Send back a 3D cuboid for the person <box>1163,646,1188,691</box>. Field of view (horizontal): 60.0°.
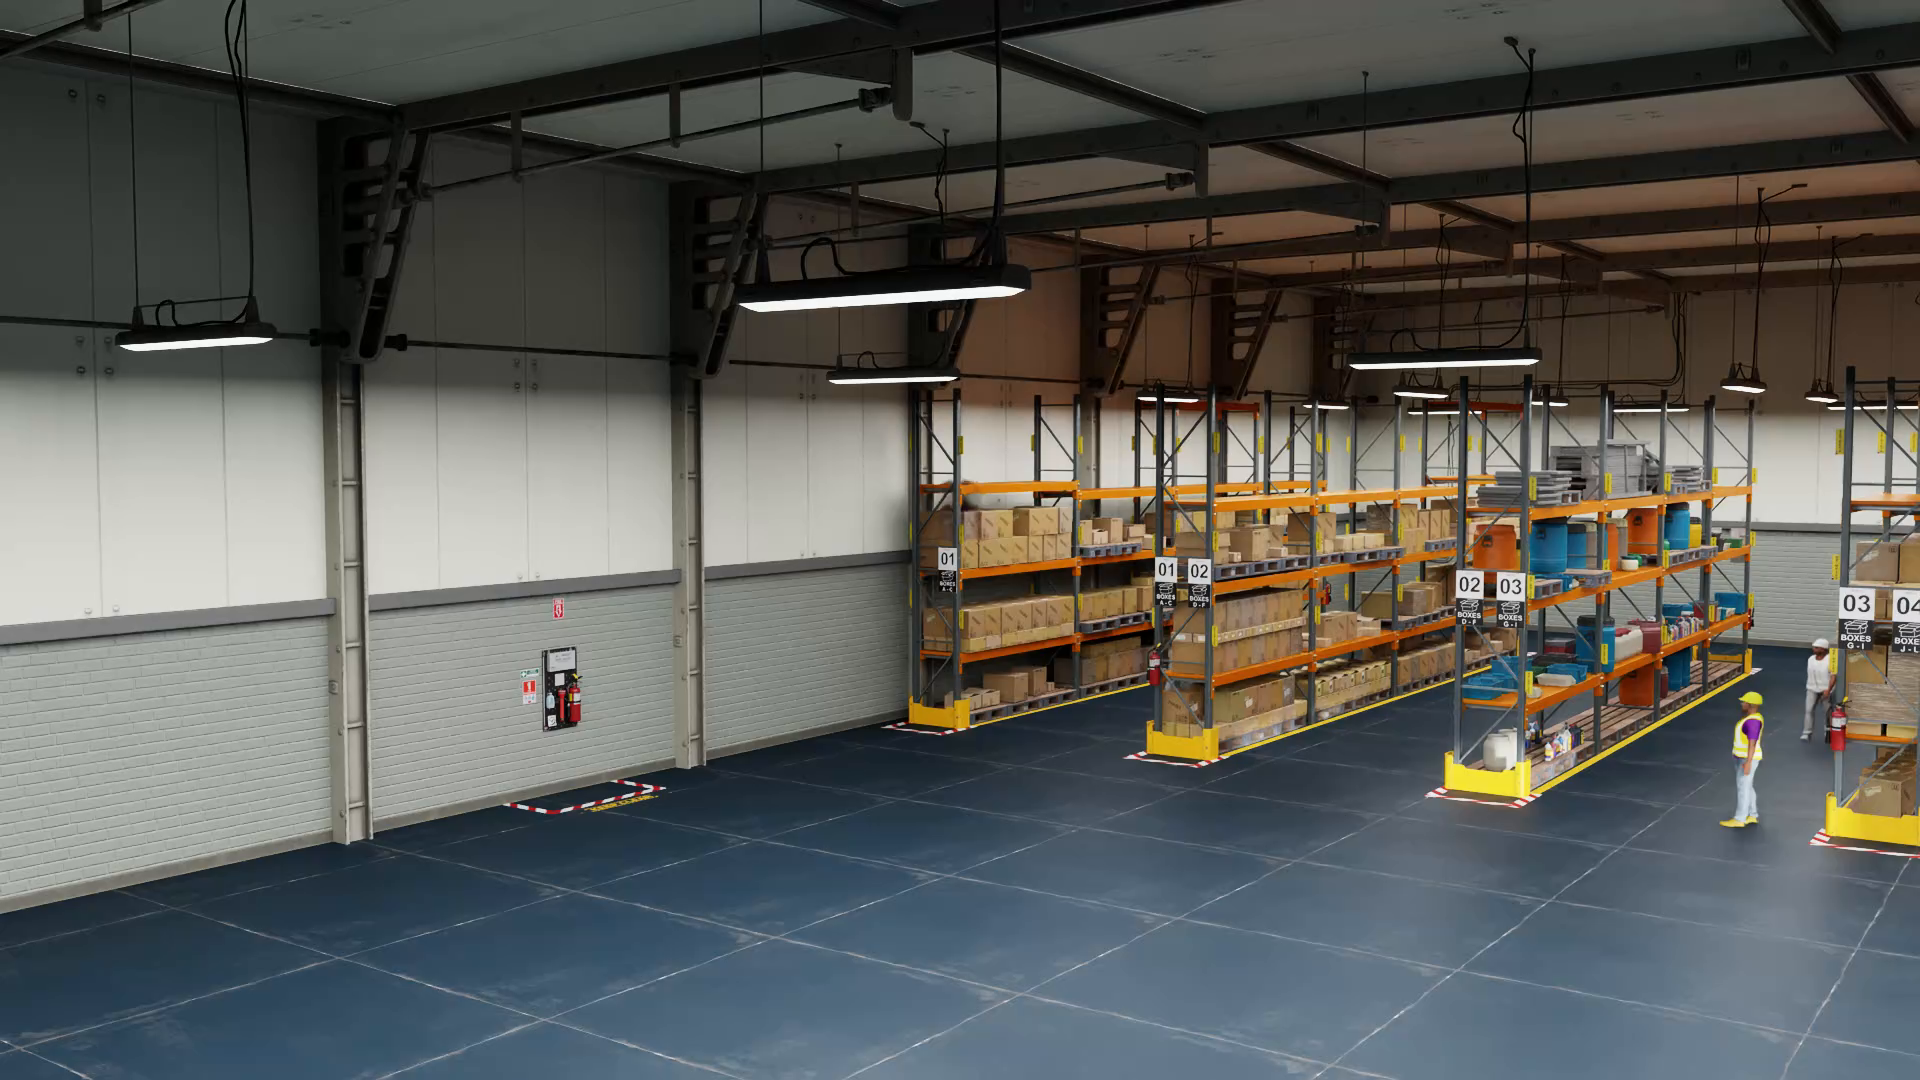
[{"bbox_3d":[3.972,2.453,30.379,0.509,1.678,0.958,2,4,36],"label":"person"}]

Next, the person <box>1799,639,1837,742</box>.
[{"bbox_3d":[14.509,2.529,28.029,0.519,1.714,1.050,3,4,41],"label":"person"}]

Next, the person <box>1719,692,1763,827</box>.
[{"bbox_3d":[10.292,2.874,21.905,0.602,1.760,0.584,0,3,4],"label":"person"}]
